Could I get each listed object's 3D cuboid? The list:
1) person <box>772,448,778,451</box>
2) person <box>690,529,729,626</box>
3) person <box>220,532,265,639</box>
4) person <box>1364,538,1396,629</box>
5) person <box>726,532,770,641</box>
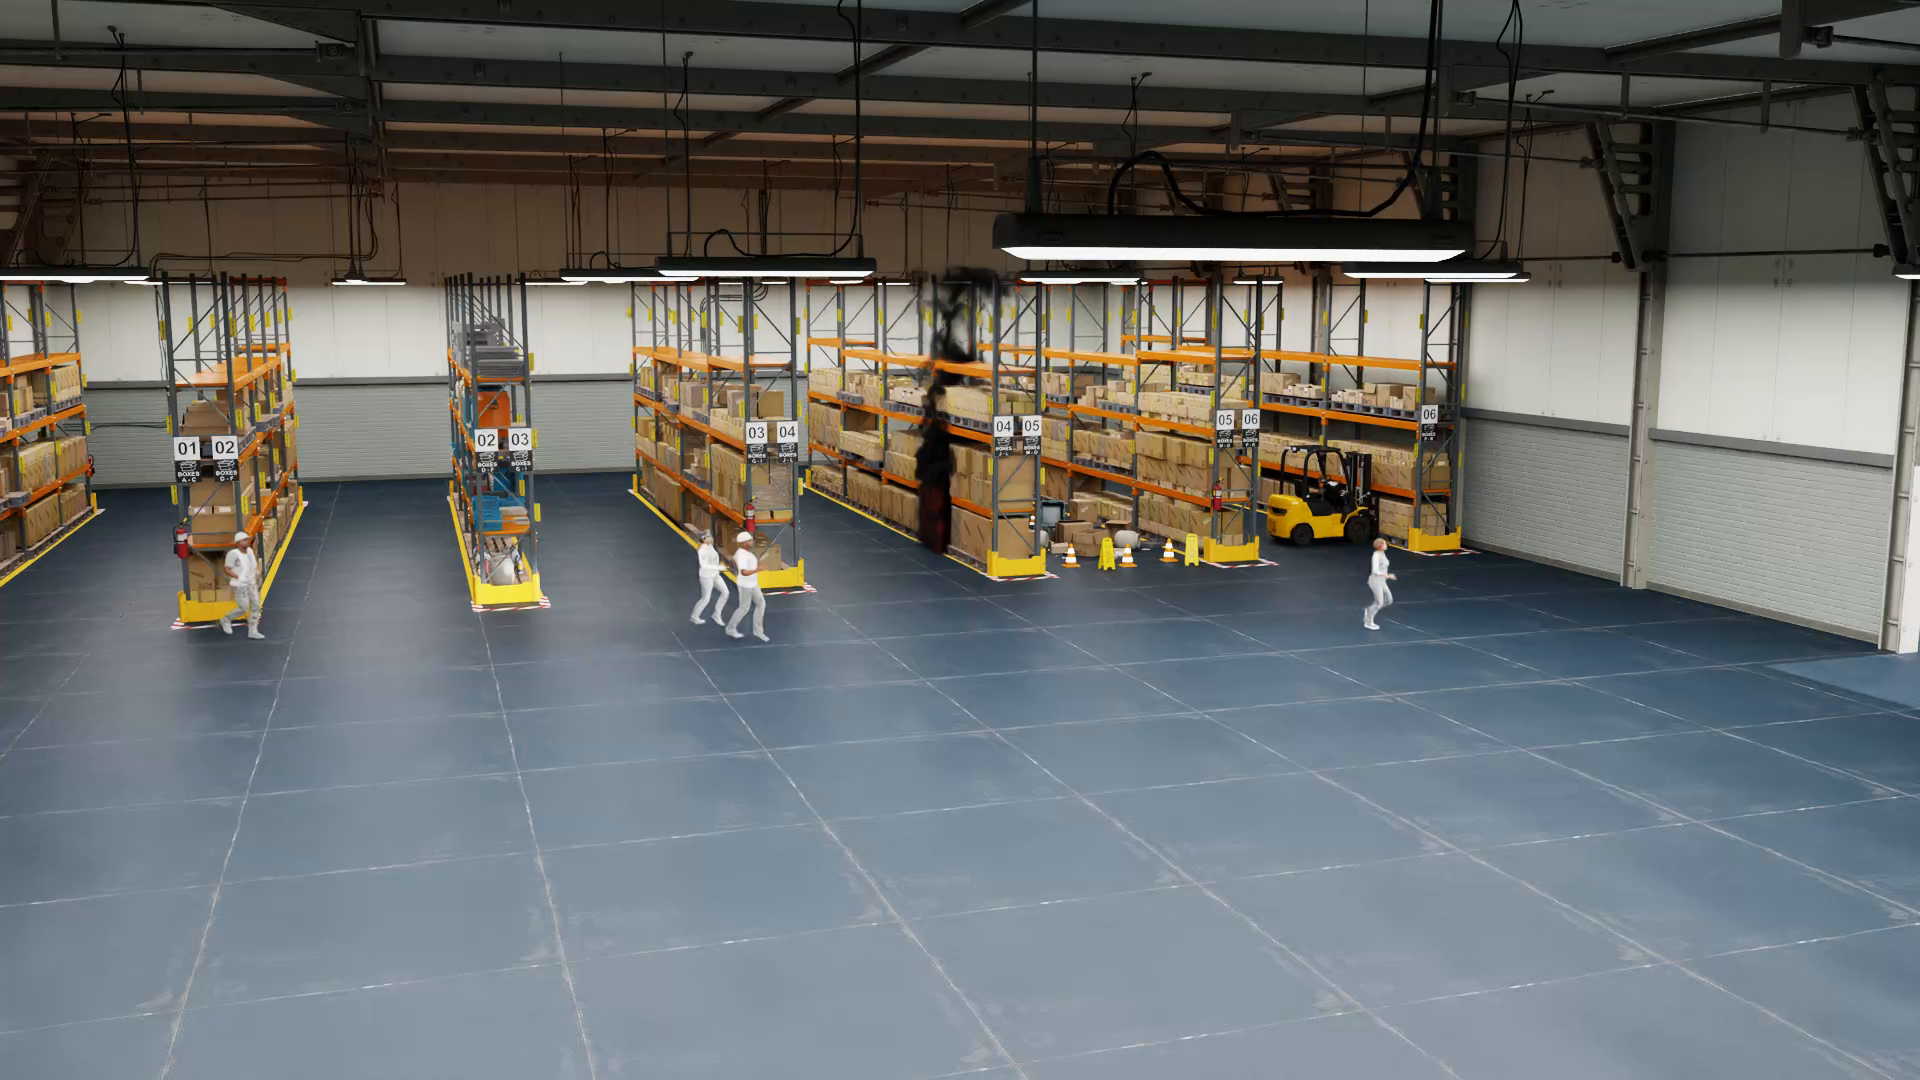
[{"bbox_3d":[-5.370,-2.165,47.291,0.583,1.548,0.510,-1,9,-9],"label":"person"},{"bbox_3d":[-4.275,0.645,28.368,0.706,1.711,0.618,3,9,18],"label":"person"},{"bbox_3d":[-11.823,0.741,27.382,0.758,1.772,0.708,2,9,15],"label":"person"},{"bbox_3d":[7.097,0.734,28.048,0.545,1.553,0.566,4,10,27],"label":"person"},{"bbox_3d":[-3.466,0.773,27.095,0.731,1.824,0.676,1,9,6],"label":"person"}]
